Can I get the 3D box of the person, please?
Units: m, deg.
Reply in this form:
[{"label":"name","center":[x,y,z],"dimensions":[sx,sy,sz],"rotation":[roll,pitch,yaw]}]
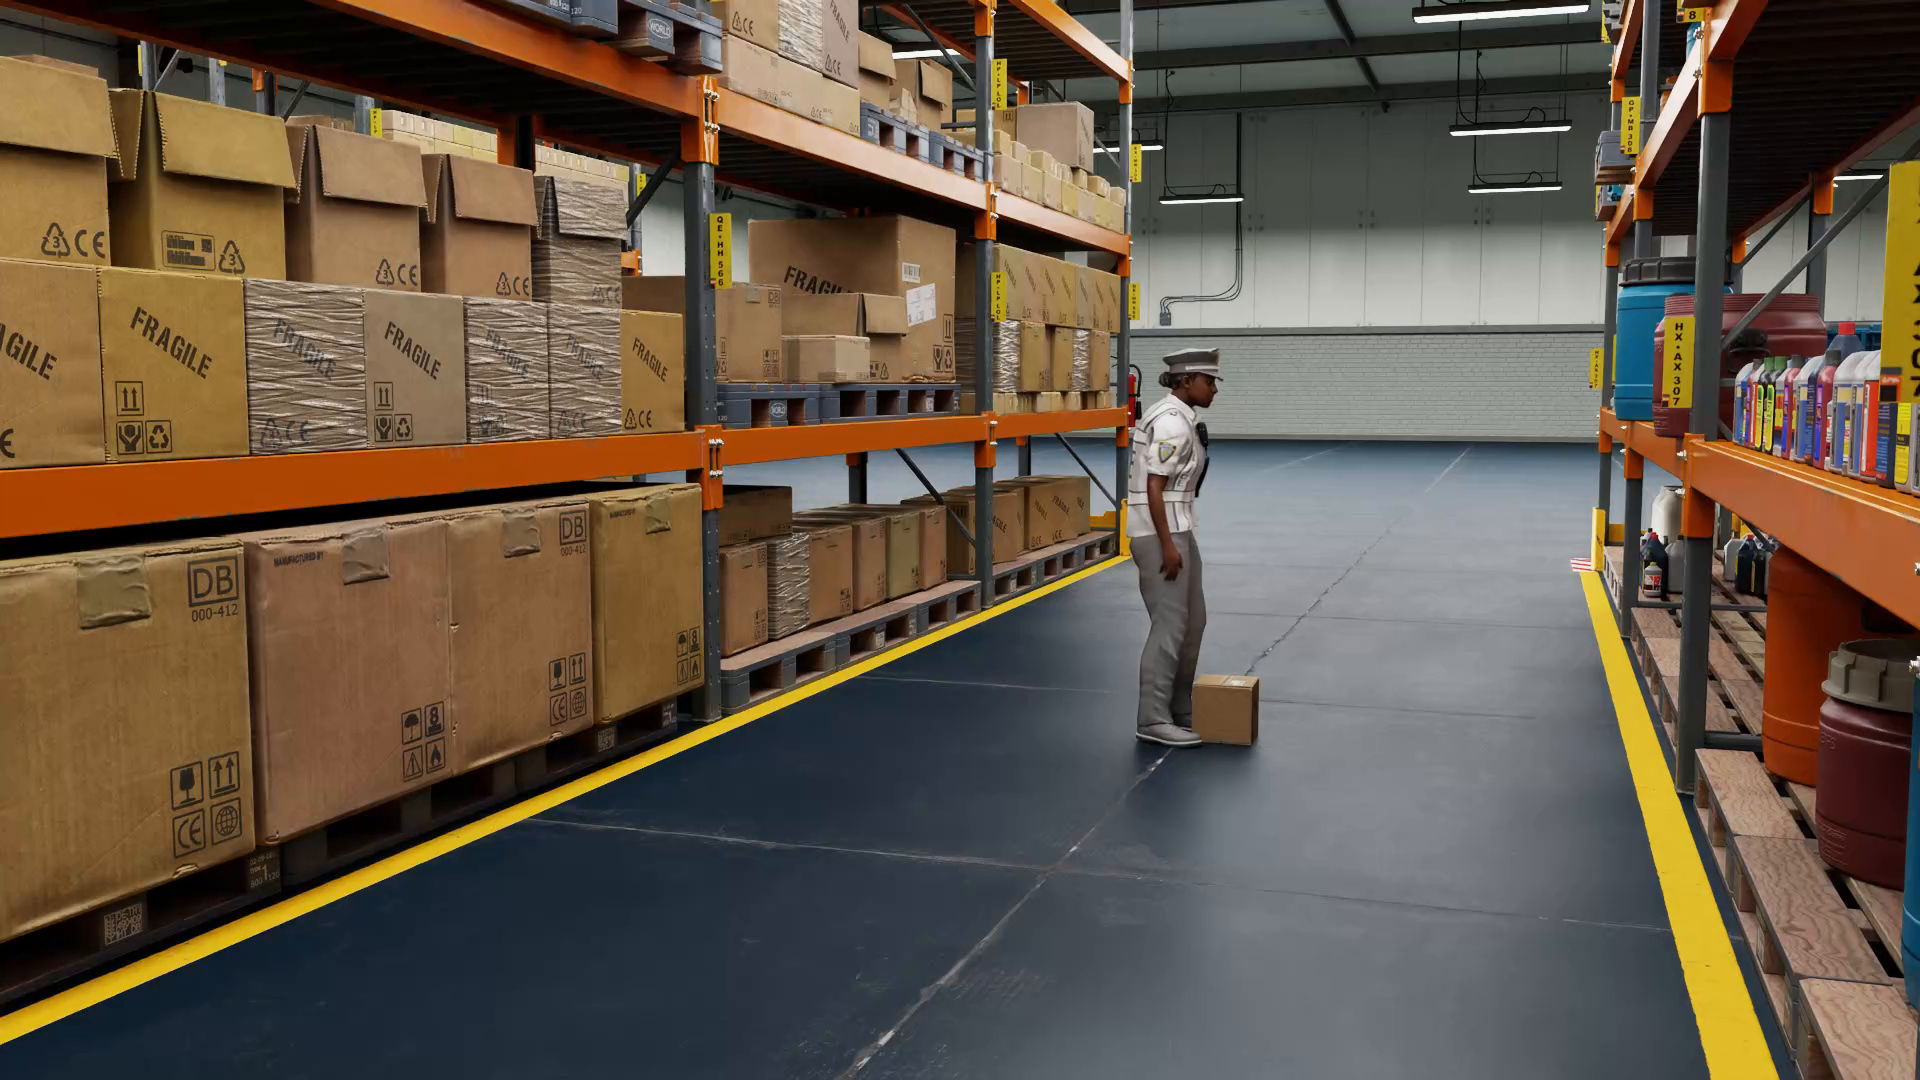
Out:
[{"label":"person","center":[0.919,0.016,7.087],"dimensions":[0.416,1.657,0.512],"rotation":[2,6,18]}]
